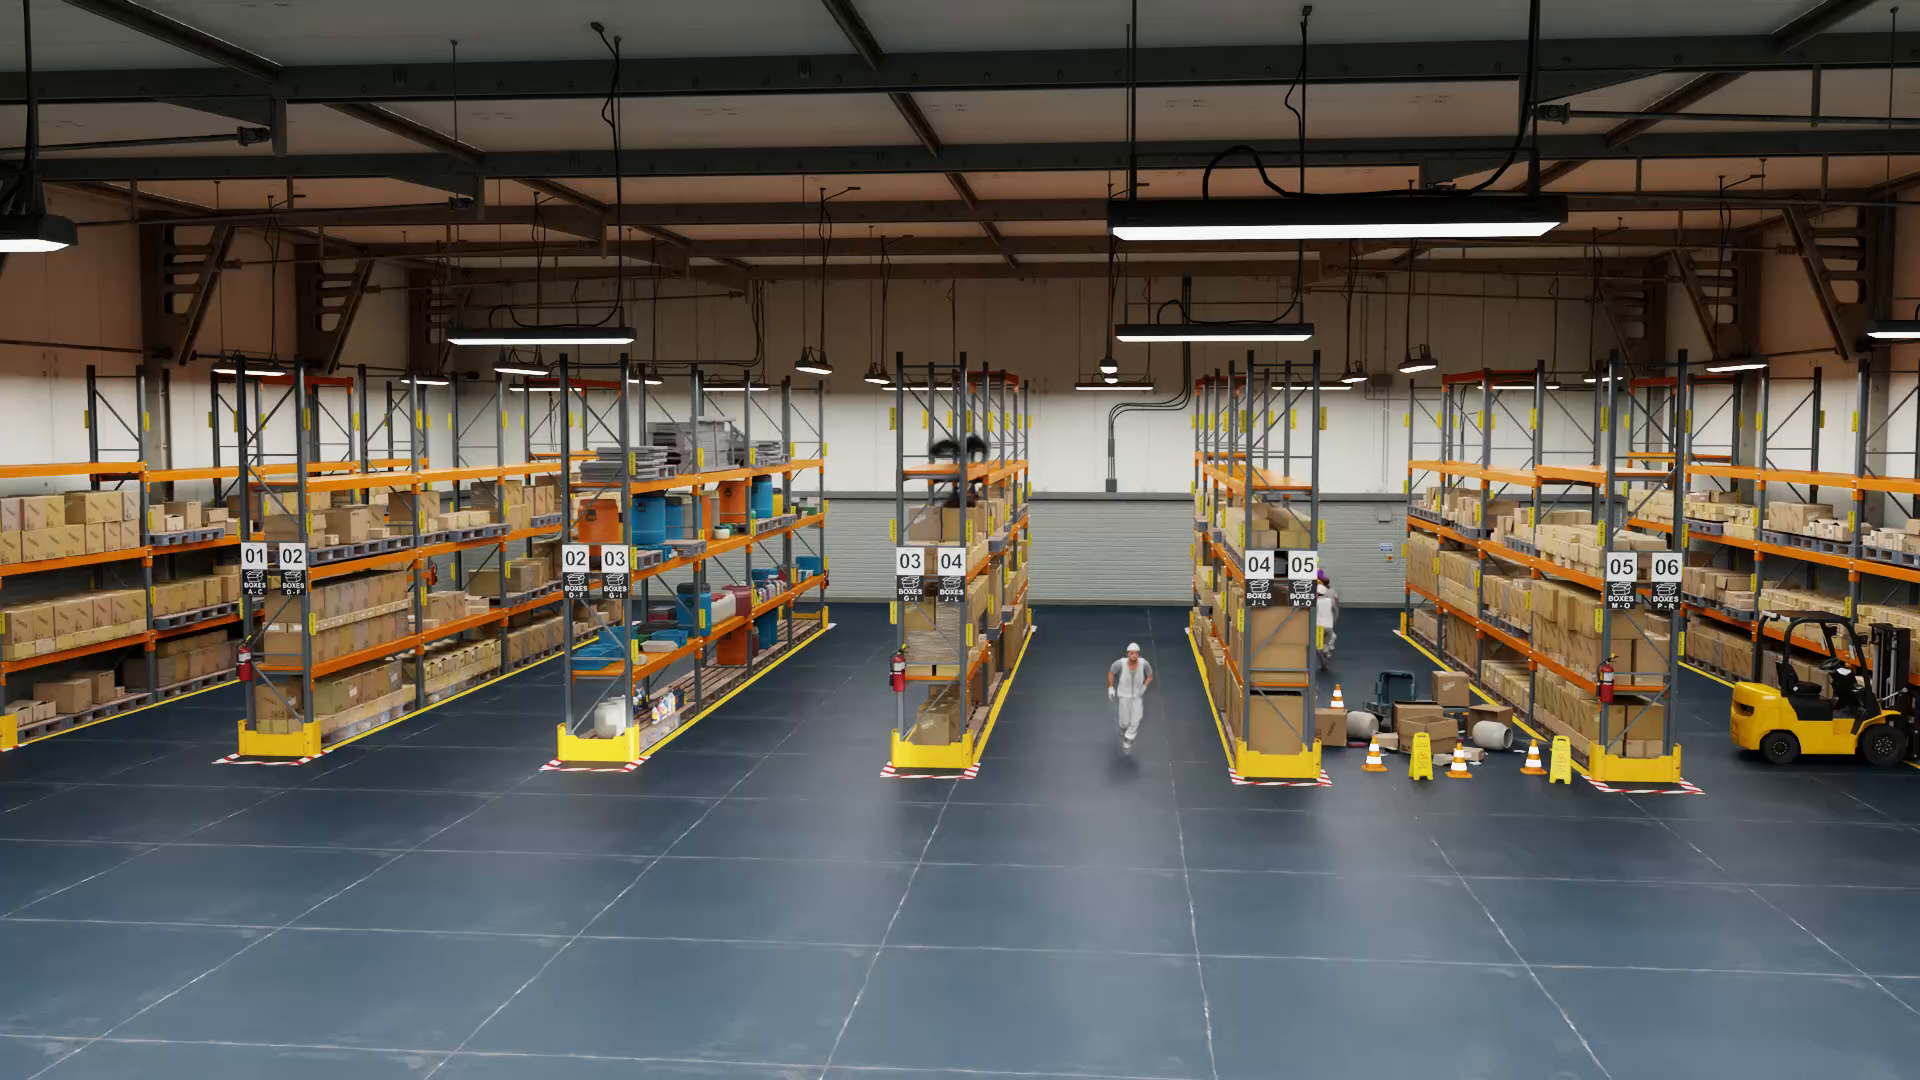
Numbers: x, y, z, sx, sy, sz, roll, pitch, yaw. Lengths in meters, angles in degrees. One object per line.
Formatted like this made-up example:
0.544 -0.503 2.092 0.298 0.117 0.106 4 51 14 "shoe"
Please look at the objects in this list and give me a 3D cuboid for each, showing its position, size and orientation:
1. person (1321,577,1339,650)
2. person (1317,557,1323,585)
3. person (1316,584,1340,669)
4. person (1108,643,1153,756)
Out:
8.088 1.619 36.454 0.559 1.611 0.558 -1 4 -19 "person"
8.600 1.257 40.533 0.591 1.734 0.792 -1 4 -8 "person"
7.343 1.765 33.529 0.697 1.725 0.597 -1 4 -11 "person"
2.568 2.382 25.107 0.646 1.716 0.759 -1 4 -10 "person"
